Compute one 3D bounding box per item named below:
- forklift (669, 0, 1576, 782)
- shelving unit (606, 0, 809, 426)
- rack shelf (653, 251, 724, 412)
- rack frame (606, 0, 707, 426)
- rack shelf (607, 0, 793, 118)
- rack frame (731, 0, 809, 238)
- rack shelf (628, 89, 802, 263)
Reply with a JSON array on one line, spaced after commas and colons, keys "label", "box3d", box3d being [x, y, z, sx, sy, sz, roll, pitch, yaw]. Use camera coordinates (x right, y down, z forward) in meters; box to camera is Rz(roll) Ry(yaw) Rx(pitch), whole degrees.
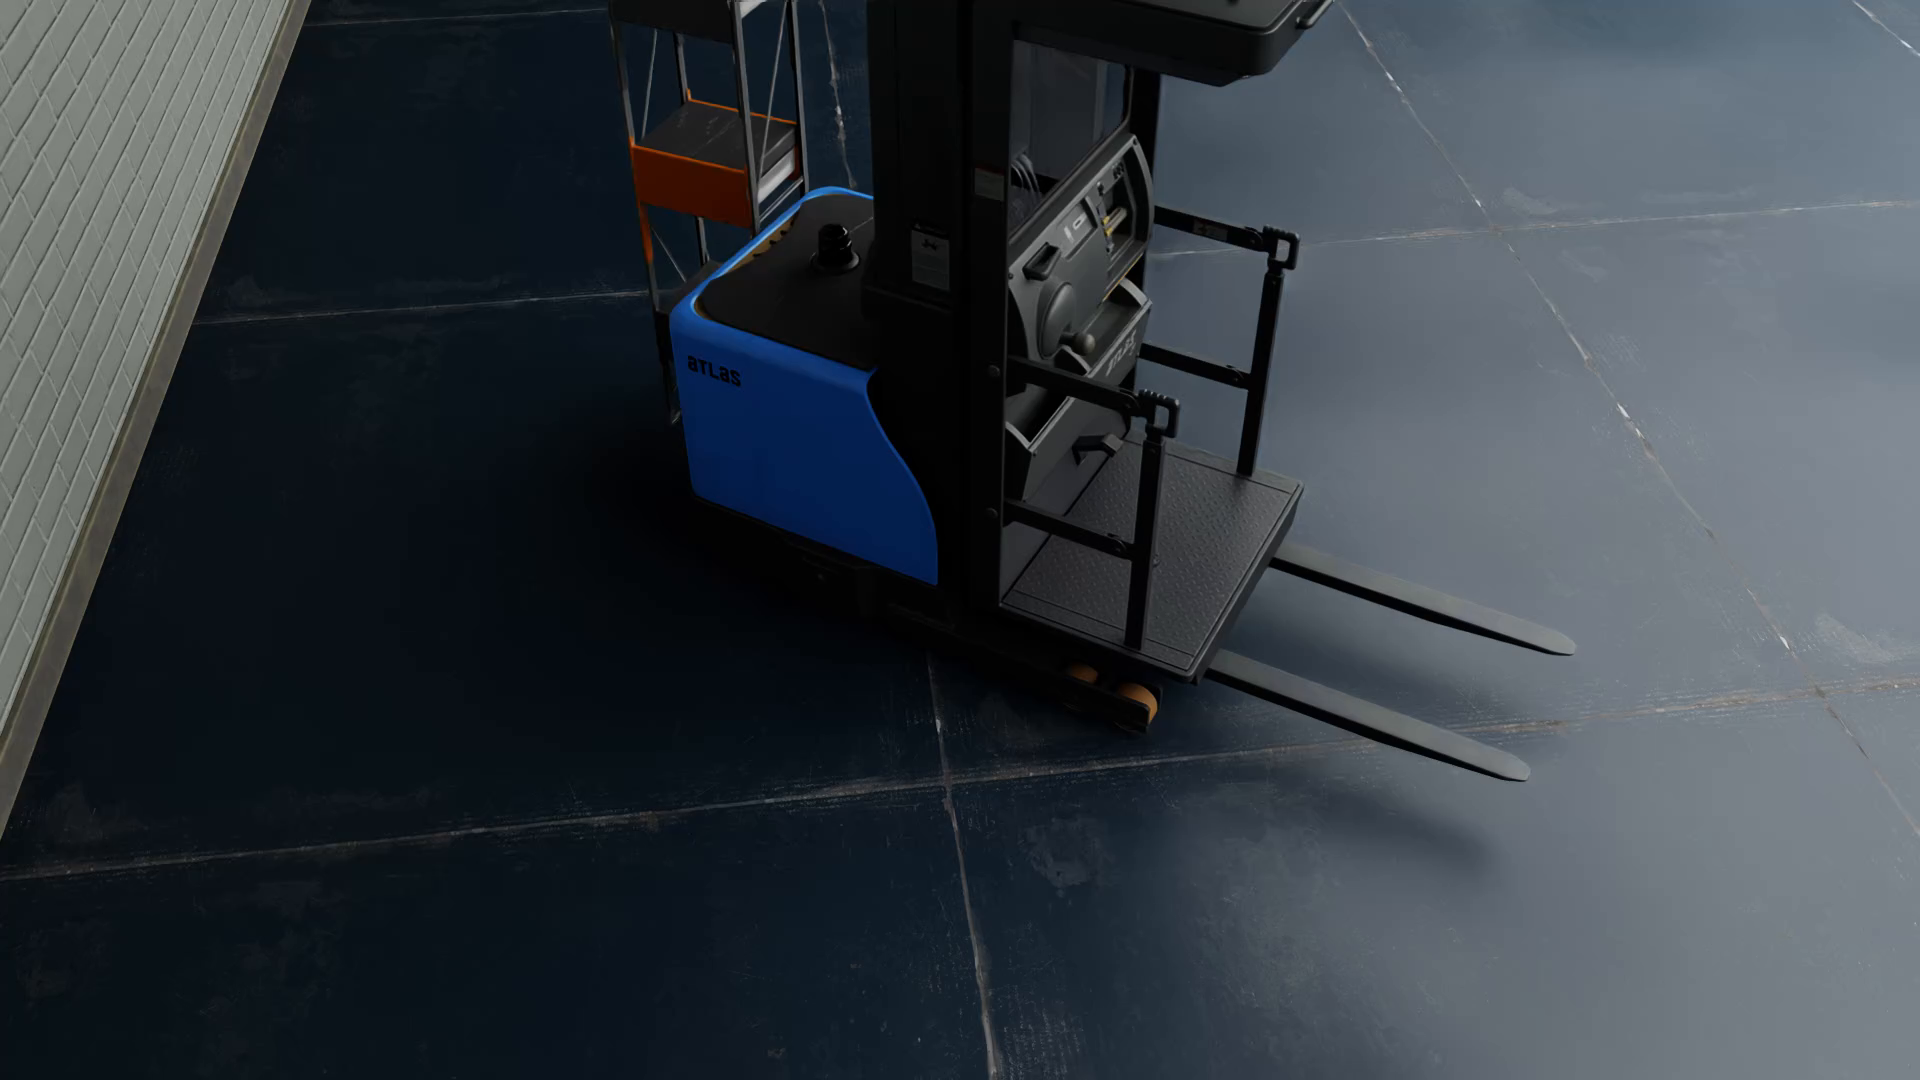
[{"label": "forklift", "box3d": [0.560, -0.859, 5.014, 3.031, 2.935, 1.130, 20, 46, 21]}, {"label": "shelving unit", "box3d": [-0.875, -1.302, 6.126, 0.503, 2.100, 0.431, 17, 45, 18]}, {"label": "rack shelf", "box3d": [-0.875, -0.772, 6.604, 0.480, 0.518, 0.431, 17, 45, 18]}, {"label": "rack frame", "box3d": [-1.098, -1.369, 6.200, 0.015, 2.100, 0.400, 17, 45, 18]}, {"label": "rack shelf", "box3d": [-0.875, -1.812, 5.666, 0.480, 0.518, 0.431, 17, 45, 18]}, {"label": "rack frame", "box3d": [-0.653, -1.236, 6.052, 0.015, 2.100, 0.400, 17, 45, 18]}, {"label": "rack shelf", "box3d": [-0.875, -1.292, 6.135, 0.480, 0.518, 0.431, 17, 45, 18]}]
